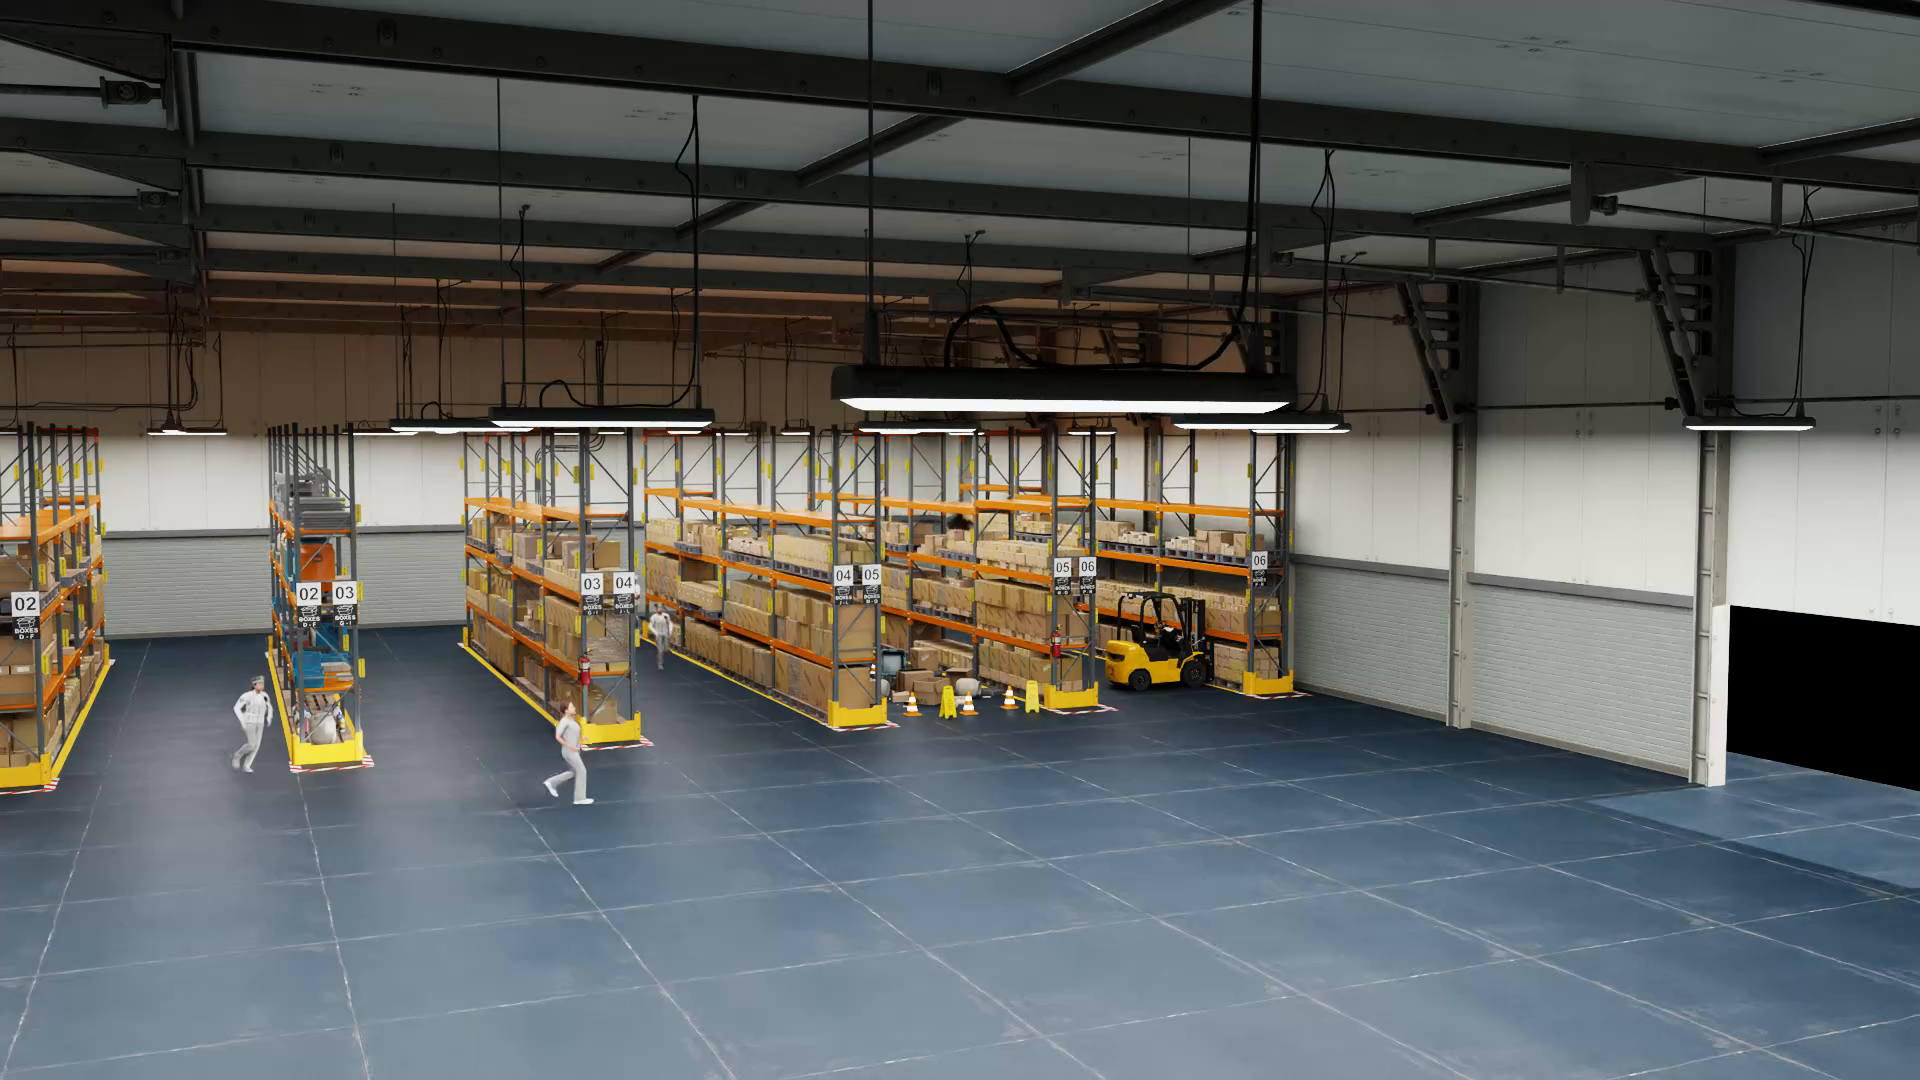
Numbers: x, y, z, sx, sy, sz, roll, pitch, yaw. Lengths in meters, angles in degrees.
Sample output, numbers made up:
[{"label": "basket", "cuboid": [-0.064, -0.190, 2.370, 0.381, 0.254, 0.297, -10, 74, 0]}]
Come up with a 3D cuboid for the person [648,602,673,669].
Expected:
[{"label": "person", "cuboid": [-7.427, 2.375, 41.360, 0.624, 1.663, 0.492, -1, 4, -21]}]

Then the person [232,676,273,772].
[{"label": "person", "cuboid": [-12.133, 3.154, 28.619, 0.533, 1.629, 0.668, 3, 4, 36]}]

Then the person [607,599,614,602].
[{"label": "person", "cuboid": [-10.213, 1.925, 48.352, 0.943, 1.679, 0.862, -2, 4, -23]}]

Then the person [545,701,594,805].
[{"label": "person", "cuboid": [-6.124, 3.321, 25.969, 0.779, 1.621, 0.573, 0, 3, 0]}]

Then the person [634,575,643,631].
[{"label": "person", "cuboid": [-9.534, 1.887, 48.552, 0.841, 1.774, 0.715, -3, 5, -45]}]
